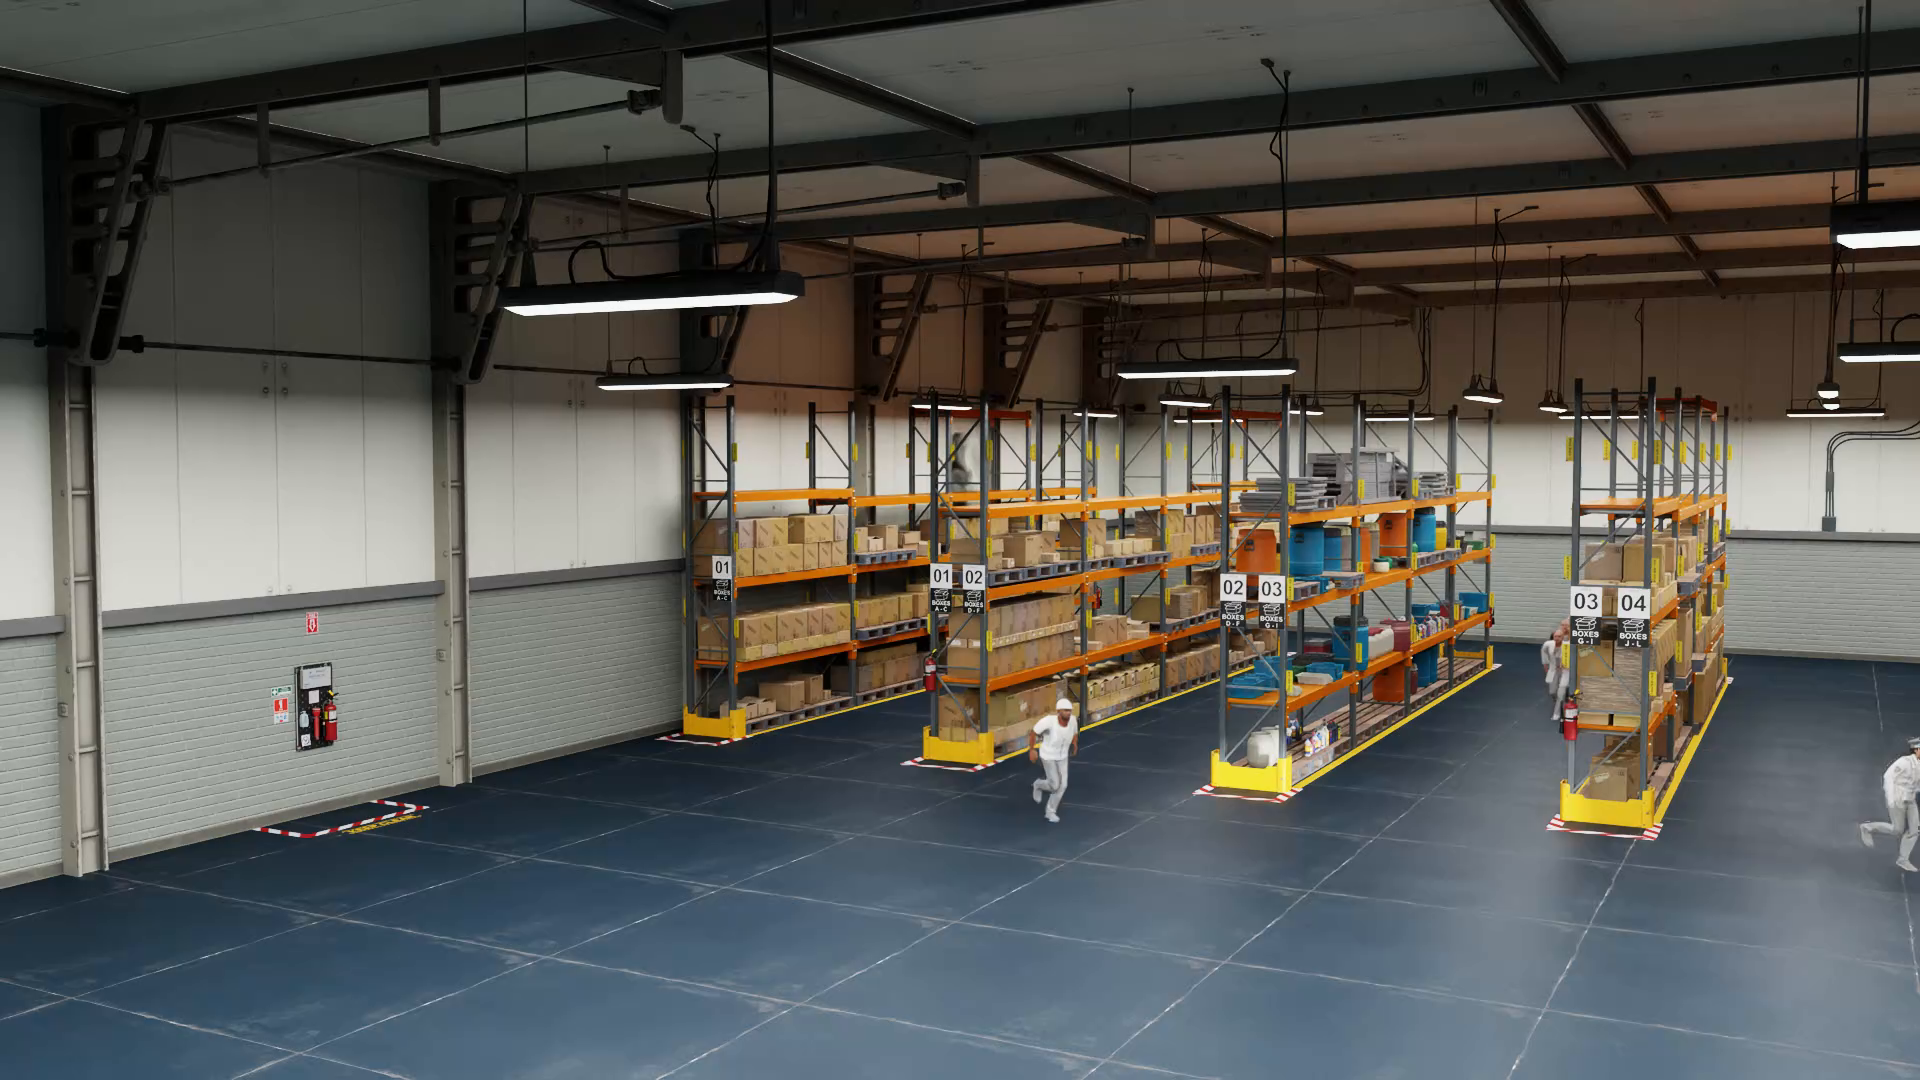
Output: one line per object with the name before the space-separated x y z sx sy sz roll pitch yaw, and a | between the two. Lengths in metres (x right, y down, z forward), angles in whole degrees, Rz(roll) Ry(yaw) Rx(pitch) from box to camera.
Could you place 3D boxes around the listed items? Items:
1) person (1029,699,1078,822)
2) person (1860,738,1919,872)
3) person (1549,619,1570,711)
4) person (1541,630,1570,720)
person | 1.283 2.982 22.702 0.695 1.691 0.800 -2 4 -35
person | 11.352 3.163 20.160 0.590 1.629 0.814 -2 4 -32
person | 11.721 2.443 32.206 0.625 1.839 0.934 1 3 23
person | 11.210 2.525 31.136 0.698 1.707 0.780 2 3 28
